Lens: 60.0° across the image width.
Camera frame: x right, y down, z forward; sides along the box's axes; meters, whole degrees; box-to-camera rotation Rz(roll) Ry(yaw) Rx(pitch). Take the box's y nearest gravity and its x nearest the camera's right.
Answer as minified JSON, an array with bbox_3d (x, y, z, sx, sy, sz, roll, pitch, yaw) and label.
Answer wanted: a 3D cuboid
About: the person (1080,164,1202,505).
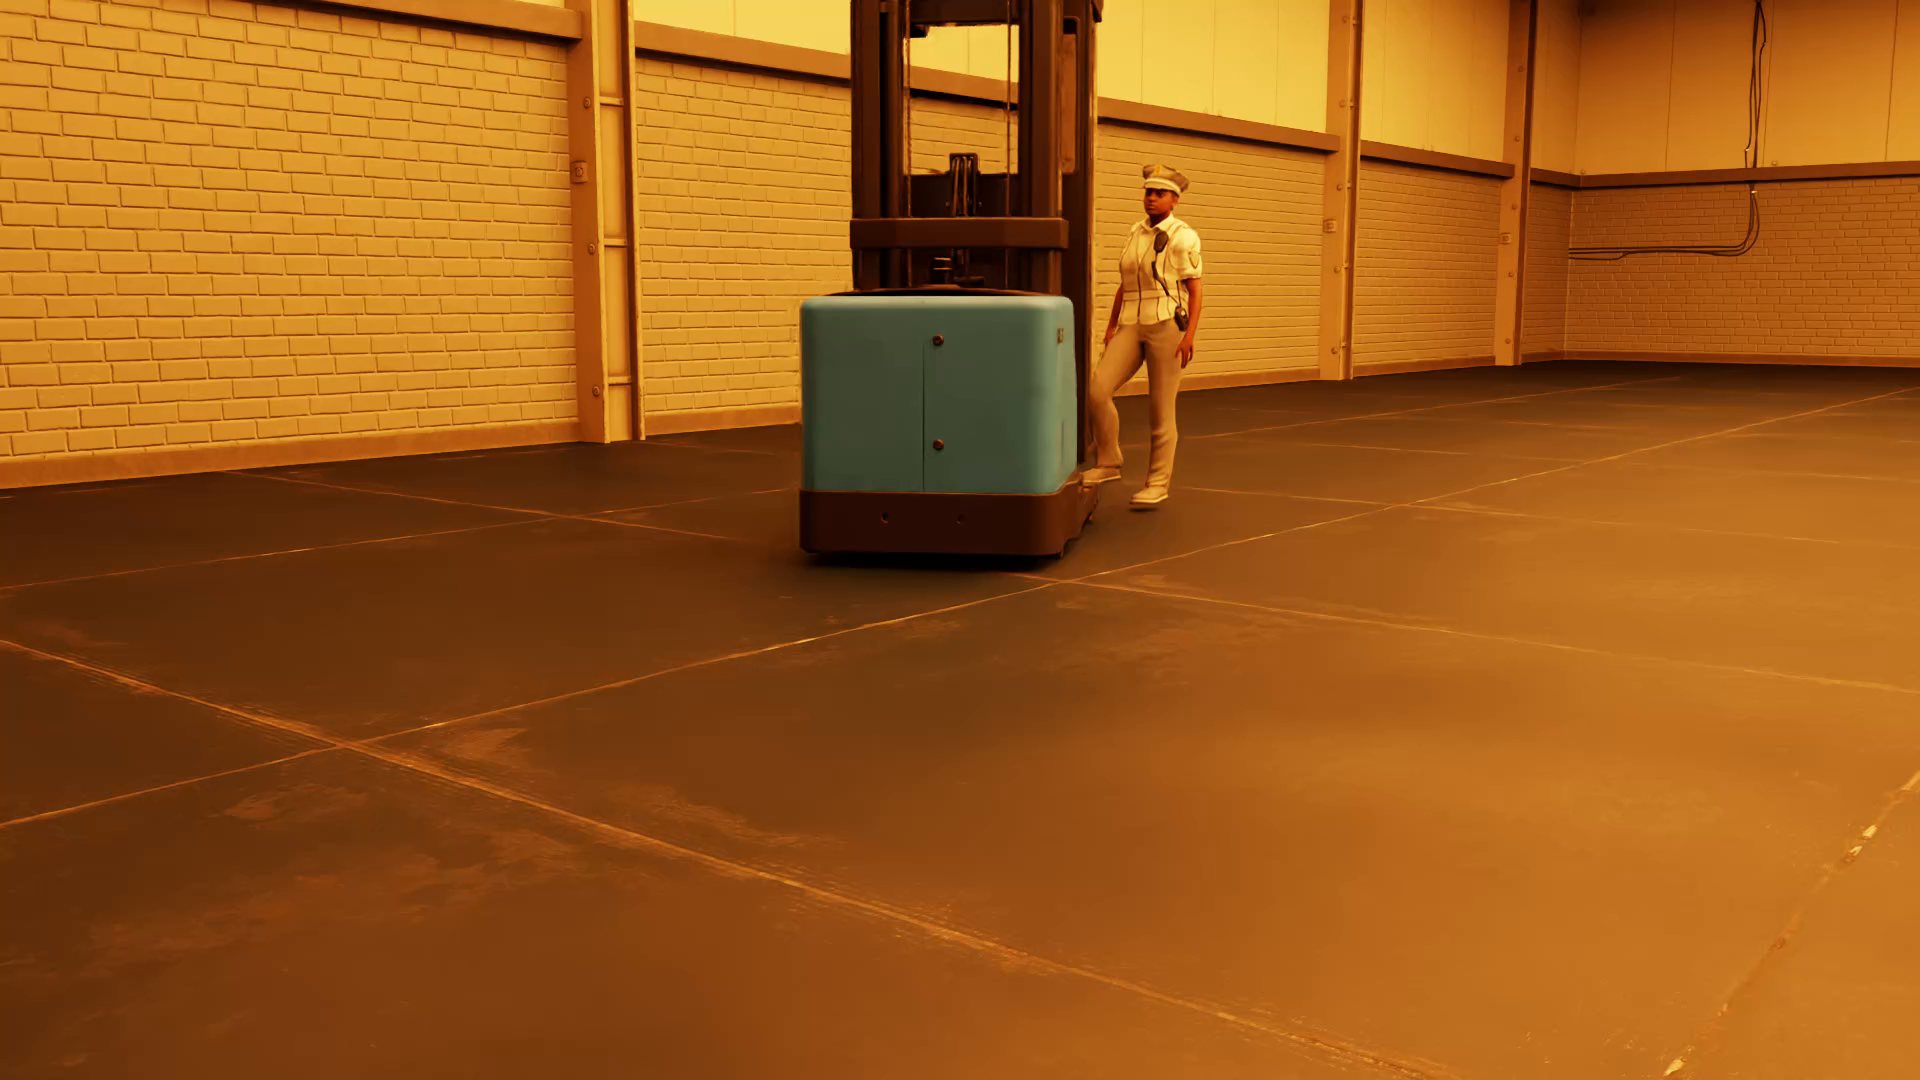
[{"bbox_3d":[0.926,-1.033,8.406,0.566,1.696,0.496,8,11,42],"label":"person"}]

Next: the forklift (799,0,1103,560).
[{"bbox_3d":[0.086,-1.543,7.827,1.130,2.935,3.031,1,8,9],"label":"forklift"}]
